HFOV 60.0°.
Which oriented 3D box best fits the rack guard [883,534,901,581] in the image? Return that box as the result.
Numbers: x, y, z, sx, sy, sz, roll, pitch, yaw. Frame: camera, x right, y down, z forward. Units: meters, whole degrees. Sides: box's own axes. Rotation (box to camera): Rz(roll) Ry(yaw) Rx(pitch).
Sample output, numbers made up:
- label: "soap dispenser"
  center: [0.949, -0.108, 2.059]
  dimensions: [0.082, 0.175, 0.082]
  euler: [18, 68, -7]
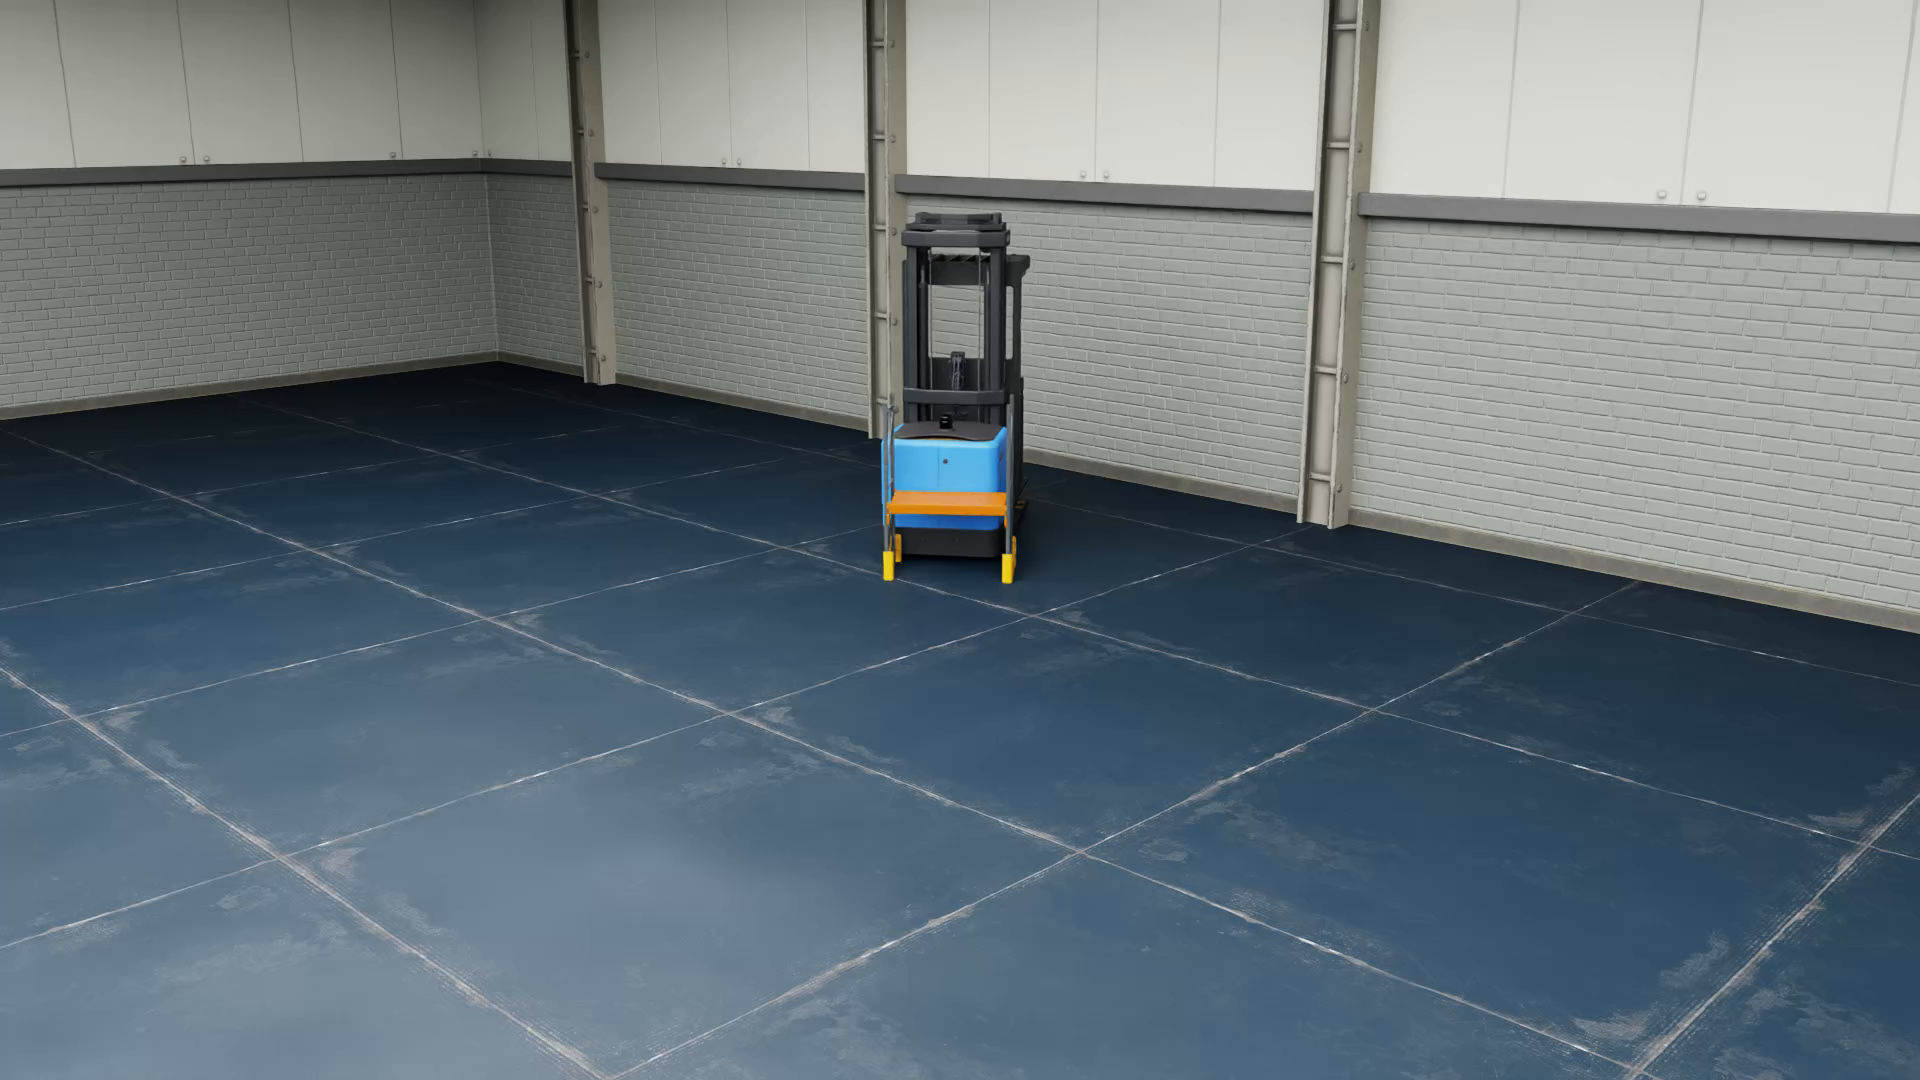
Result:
- label: "rack guard"
  center: [-0.576, 0.146, 14.188]
  dimensions: [0.087, 0.250, 0.587]
  euler: [1, 15, 5]

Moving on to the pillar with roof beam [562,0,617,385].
- label: "pillar with roof beam"
  center: [-8.159, -5.839, 19.812]
  dimensions: [0.400, 9.000, 9.100]
  euler: [14, 20, 42]

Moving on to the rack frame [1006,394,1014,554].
- label: "rack frame"
  center: [0.417, -0.437, 13.947]
  dimensions: [0.032, 1.500, 0.500]
  euler: [1, 15, 5]

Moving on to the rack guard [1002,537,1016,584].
- label: "rack guard"
  center: [0.416, 0.167, 14.107]
  dimensions: [0.087, 0.250, 0.587]
  euler: [1, 15, 5]

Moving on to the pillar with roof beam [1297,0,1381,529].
- label: "pillar with roof beam"
  center: [0.479, -3.739, 11.752]
  dimensions: [0.400, 9.000, 9.100]
  euler: [14, 20, 42]

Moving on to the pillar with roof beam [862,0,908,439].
- label: "pillar with roof beam"
  center: [-3.840, -4.789, 15.782]
  dimensions: [0.400, 9.000, 9.100]
  euler: [14, 20, 42]

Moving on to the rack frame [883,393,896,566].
- label: "rack frame"
  center: [-0.596, -0.458, 14.029]
  dimensions: [0.032, 1.500, 0.500]
  euler: [1, 15, 5]

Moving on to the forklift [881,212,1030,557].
- label: "forklift"
  center: [0.054, -1.591, 15.545]
  dimensions: [1.130, 2.935, 3.031]
  euler: [2, 15, 9]

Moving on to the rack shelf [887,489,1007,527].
- label: "rack shelf"
  center: [-0.089, -0.274, 14.034]
  dimensions: [1.000, 0.185, 0.538]
  euler: [1, 15, 5]

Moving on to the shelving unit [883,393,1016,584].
- label: "shelving unit"
  center: [-0.080, -0.447, 13.988]
  dimensions: [1.083, 1.500, 0.587]
  euler: [1, 15, 5]
